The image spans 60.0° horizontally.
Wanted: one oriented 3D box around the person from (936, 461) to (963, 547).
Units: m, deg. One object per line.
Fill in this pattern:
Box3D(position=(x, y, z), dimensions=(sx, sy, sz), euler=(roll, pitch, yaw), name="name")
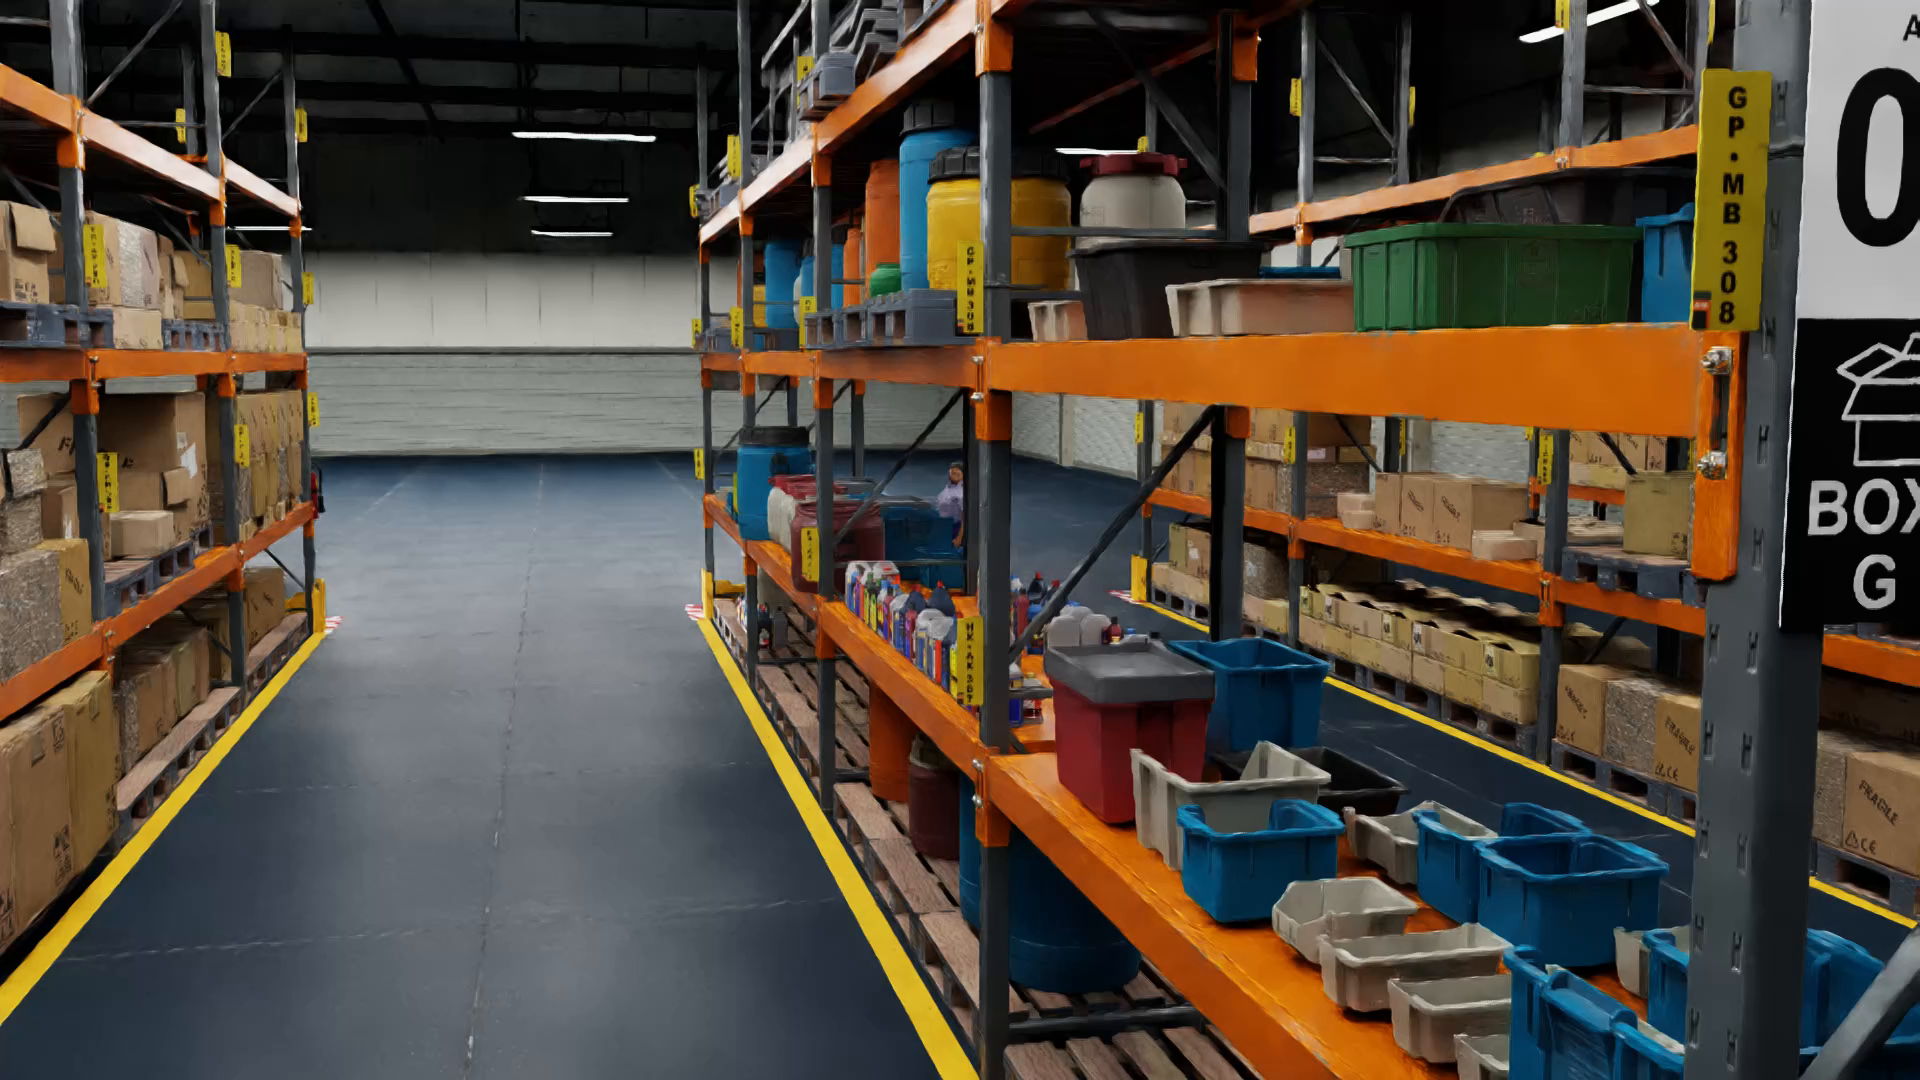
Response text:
Box3D(position=(-0.142, -0.051, 18.175), dimensions=(0.453, 1.643, 0.694), euler=(-3, 7, -24), name="person")
